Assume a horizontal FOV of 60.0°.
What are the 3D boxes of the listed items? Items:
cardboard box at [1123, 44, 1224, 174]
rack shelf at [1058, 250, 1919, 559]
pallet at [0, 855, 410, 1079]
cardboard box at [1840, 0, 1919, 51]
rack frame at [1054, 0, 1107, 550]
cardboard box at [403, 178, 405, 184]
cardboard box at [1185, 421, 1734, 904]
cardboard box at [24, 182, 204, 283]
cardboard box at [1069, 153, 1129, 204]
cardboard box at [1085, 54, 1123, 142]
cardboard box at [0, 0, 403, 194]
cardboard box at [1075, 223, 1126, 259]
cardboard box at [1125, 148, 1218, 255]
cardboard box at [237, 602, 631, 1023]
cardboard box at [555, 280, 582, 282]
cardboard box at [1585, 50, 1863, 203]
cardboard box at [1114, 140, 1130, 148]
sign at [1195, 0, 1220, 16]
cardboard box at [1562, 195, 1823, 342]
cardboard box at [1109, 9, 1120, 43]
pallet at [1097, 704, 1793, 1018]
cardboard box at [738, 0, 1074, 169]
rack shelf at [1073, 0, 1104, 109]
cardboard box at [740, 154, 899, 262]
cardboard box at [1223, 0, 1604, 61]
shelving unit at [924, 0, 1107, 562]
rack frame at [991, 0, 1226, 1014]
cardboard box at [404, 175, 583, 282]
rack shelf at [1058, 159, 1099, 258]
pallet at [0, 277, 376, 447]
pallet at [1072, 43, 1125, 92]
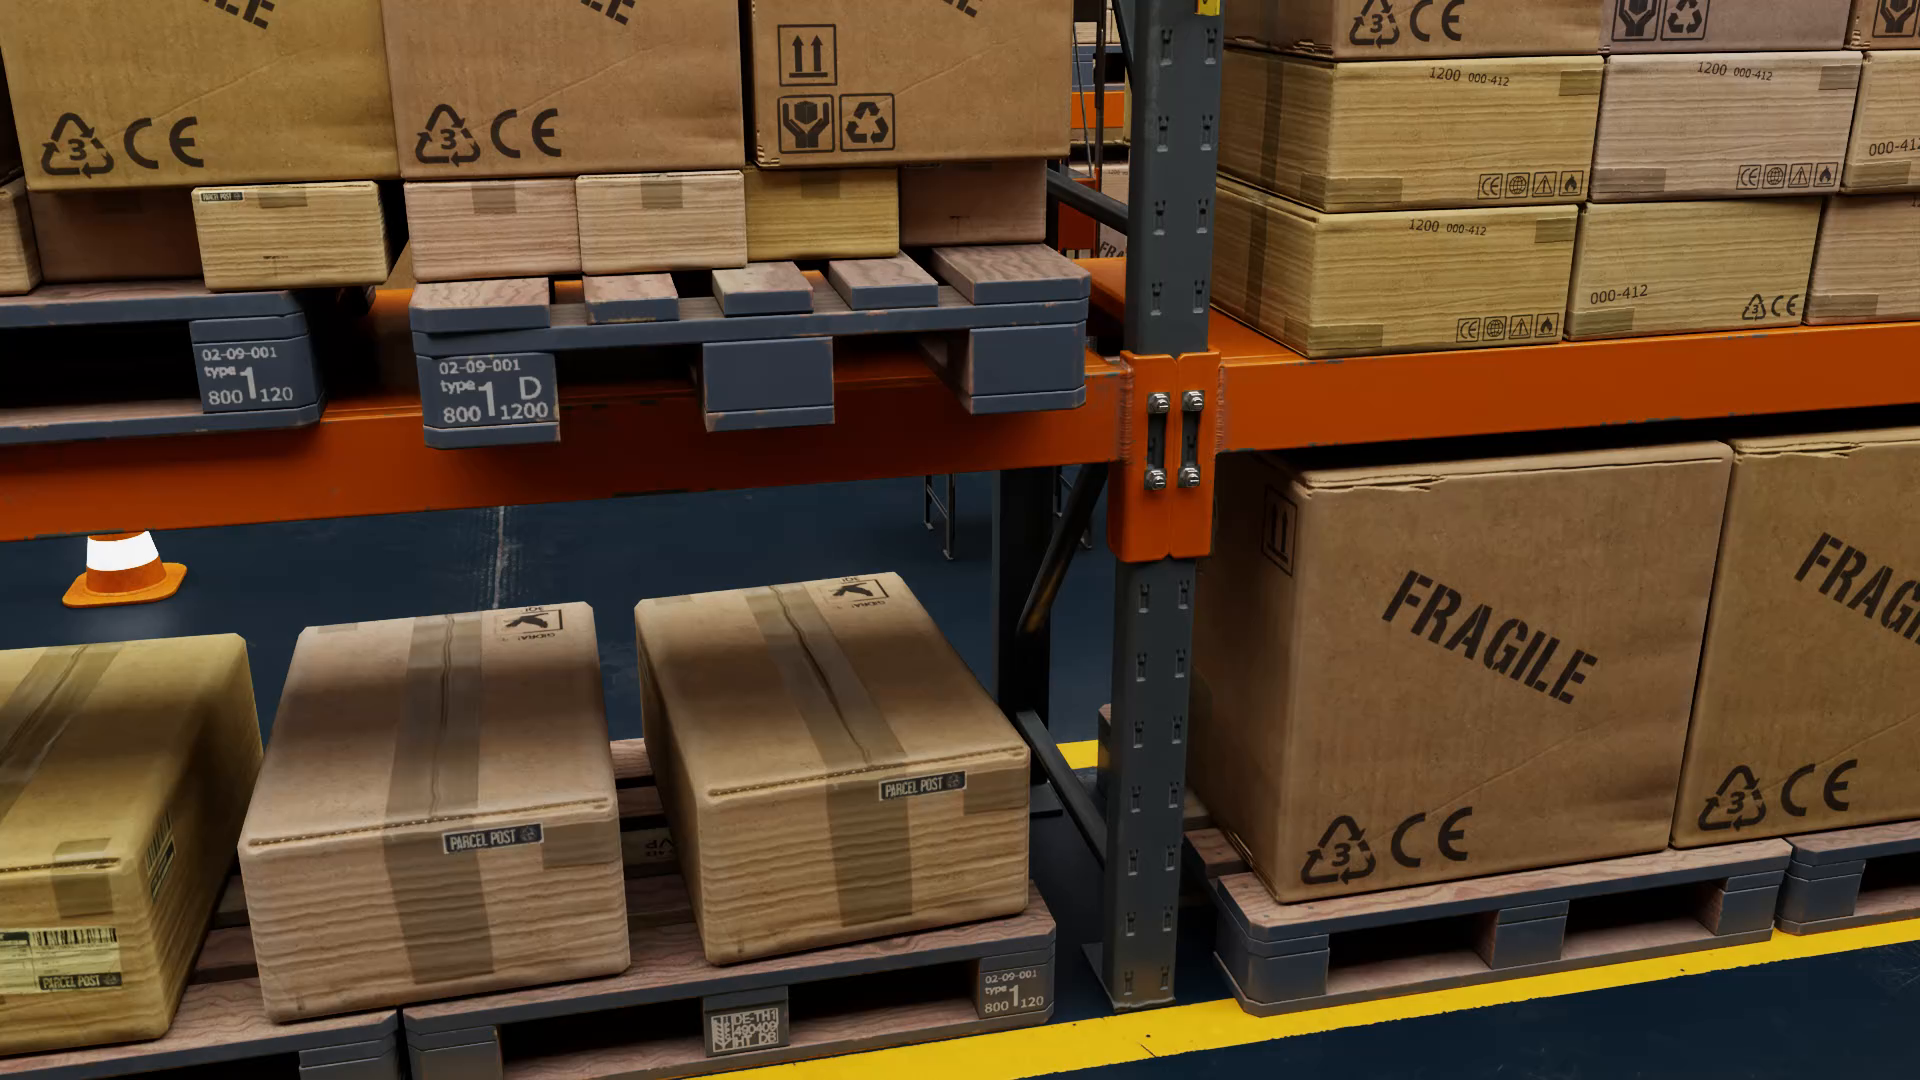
[{"bbox_3d":[0.663,-0.936,3.500,0.500,0.250,0.500,-5,21,-13],"label":"cardboard box"},{"bbox_3d":[2.196,-0.469,3.779,4.000,0.370,1.077,-5,21,-12],"label":"rack shelf"},{"bbox_3d":[-1.696,0.818,3.275,1.213,0.211,1.003,-5,21,-12],"label":"pallet"},{"bbox_3d":[1.774,-1.200,3.131,0.500,0.500,0.500,-4,21,-11],"label":"cardboard box"},{"bbox_3d":[0.399,-1.018,5.542,0.015,2.100,0.400,-5,21,-12],"label":"rack frame"},{"bbox_3d":[-0.941,-0.732,3.206,0.250,0.149,0.380,-5,21,-12],"label":"cardboard box"},{"bbox_3d":[0.941,0.125,3.590,0.875,0.875,0.875,-5,21,-13],"label":"cardboard box"},{"bbox_3d":[-1.279,-0.521,2.630,0.250,0.149,0.380,-4,21,-12],"label":"cardboard box"},{"bbox_3d":[0.718,-1.721,8.086,0.500,0.250,0.500,-4,21,-12],"label":"cardboard box"},{"bbox_3d":[1.244,-3.424,13.280,0.875,0.875,1.225,-5,21,-12],"label":"cardboard box"},{"bbox_3d":[-1.120,-0.818,2.499,0.500,0.500,0.500,-6,21,-16],"label":"cardboard box"},{"bbox_3d":[0.747,-1.374,8.229,0.500,0.500,0.500,-5,21,-14],"label":"cardboard box"},{"bbox_3d":[0.683,-0.705,3.596,0.500,0.250,0.500,-5,21,-14],"label":"cardboard box"},{"bbox_3d":[-1.018,0.491,3.323,0.625,0.372,0.950,-5,21,-14],"label":"cardboard box"},{"bbox_3d":[-1.601,-1.420,7.990,0.750,0.750,1.050,-5,21,-13],"label":"cardboard box"},{"bbox_3d":[1.303,-0.811,3.158,0.500,0.250,0.500,-4,21,-11],"label":"cardboard box"},{"bbox_3d":[1.111,-1.937,8.676,0.500,0.250,0.500,-4,20,-10],"label":"cardboard box"},{"bbox_3d":[0.384,-0.974,2.544,0.005,0.325,0.100,-5,21,-12],"label":"sign"},{"bbox_3d":[1.280,-0.579,3.252,0.500,0.250,0.500,-5,21,-14],"label":"cardboard box"},{"bbox_3d":[0.784,-2.450,7.896,0.250,0.149,0.380,-4,21,-12],"label":"cardboard box"},{"bbox_3d":[1.035,0.624,3.804,1.213,0.211,1.003,-5,21,-12],"label":"pallet"},{"bbox_3d":[-0.128,-0.903,2.730,0.500,0.500,0.500,-5,21,-14],"label":"cardboard box"},{"bbox_3d":[0.161,-1.644,5.253,0.480,0.518,0.431,-5,21,-12],"label":"rack shelf"},{"bbox_3d":[-0.259,-0.577,2.784,0.250,0.149,0.380,-4,21,-12],"label":"cardboard box"},{"bbox_3d":[0.786,-1.122,2.917,0.500,0.500,0.500,-5,21,-14],"label":"cardboard box"},{"bbox_3d":[0.161,-0.999,5.489,0.503,2.100,0.431,-5,21,-12],"label":"shelving unit"},{"bbox_3d":[0.250,-0.648,3.223,0.127,3.000,1.000,-5,21,-12],"label":"rack frame"},{"bbox_3d":[-0.741,-0.525,2.642,0.250,0.149,0.380,-6,21,-15],"label":"cardboard box"},{"bbox_3d":[0.161,-0.986,5.494,0.480,0.518,0.431,-5,21,-12],"label":"rack shelf"},{"bbox_3d":[-1.667,-0.388,2.791,1.213,0.211,1.003,-5,21,-12],"label":"pallet"},{"bbox_3d":[0.930,-2.377,8.223,1.213,0.211,1.003,-5,21,-12],"label":"pallet"}]
